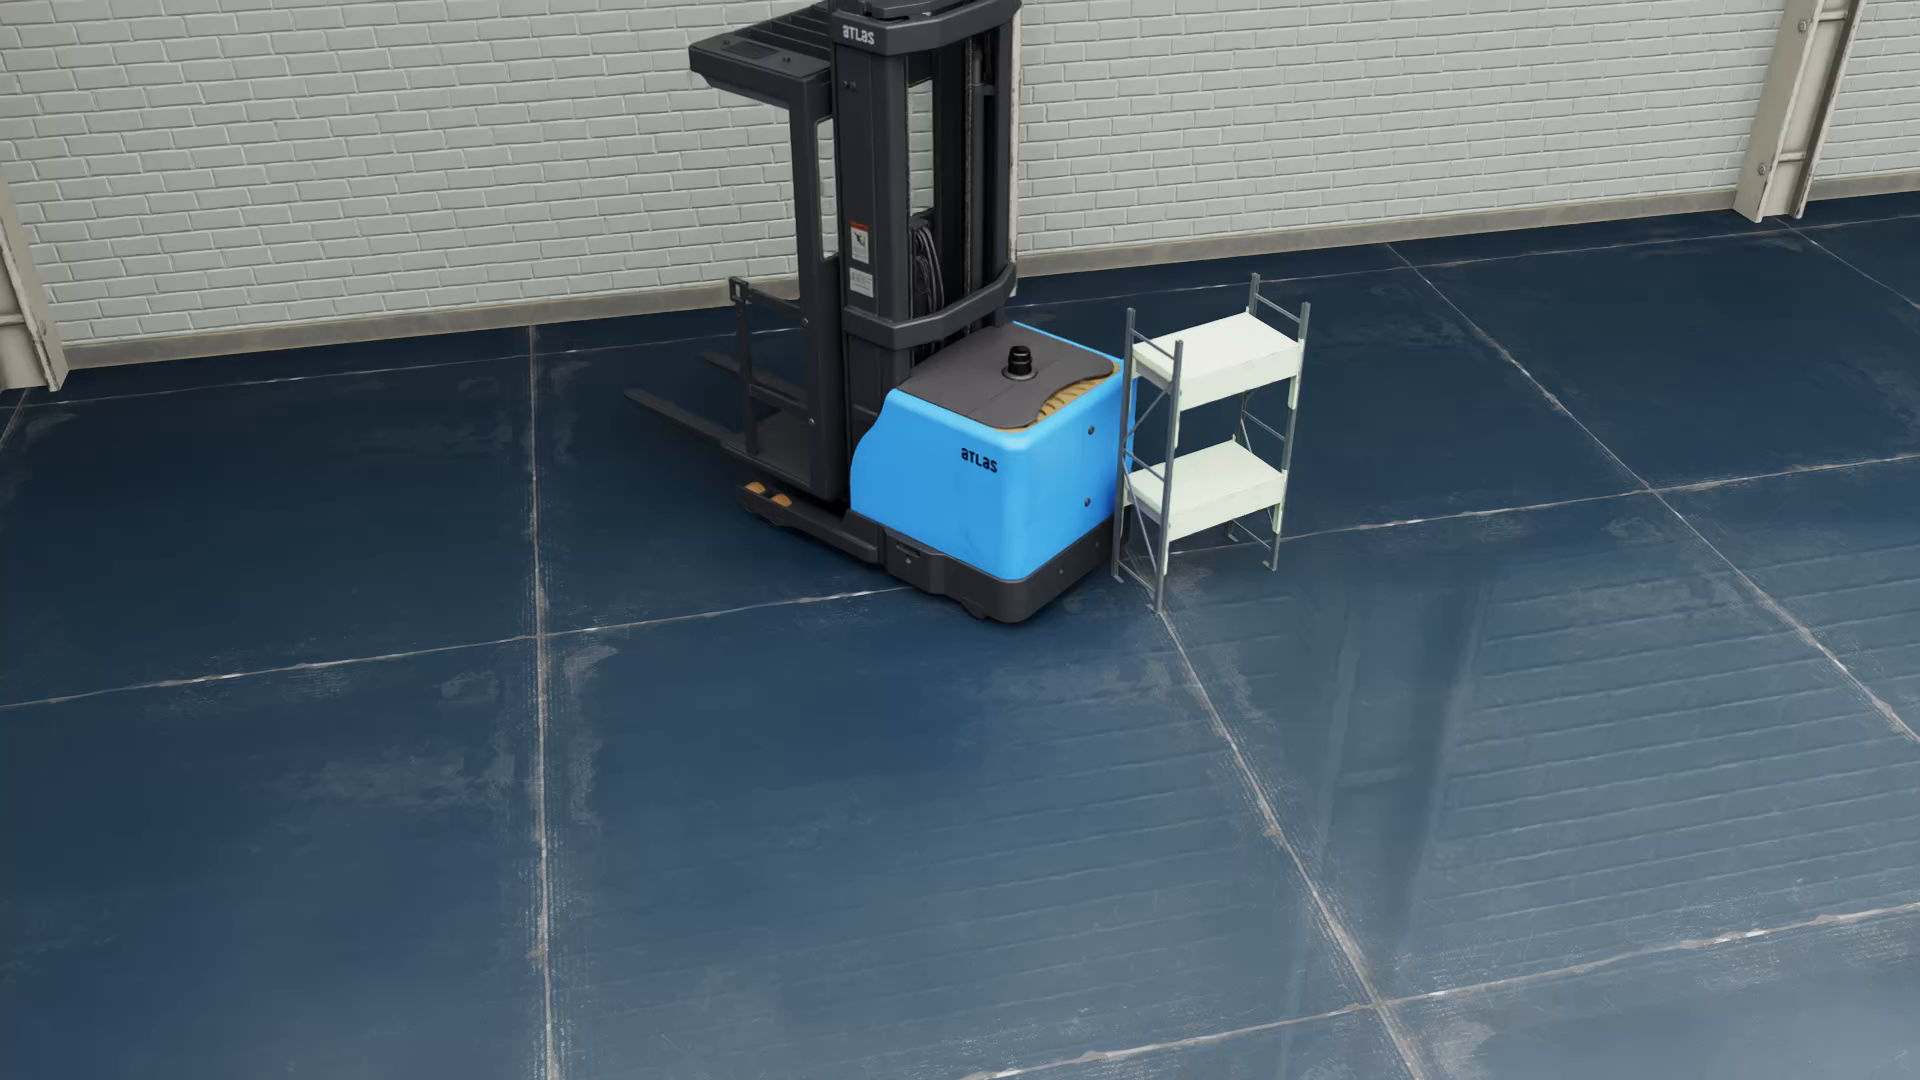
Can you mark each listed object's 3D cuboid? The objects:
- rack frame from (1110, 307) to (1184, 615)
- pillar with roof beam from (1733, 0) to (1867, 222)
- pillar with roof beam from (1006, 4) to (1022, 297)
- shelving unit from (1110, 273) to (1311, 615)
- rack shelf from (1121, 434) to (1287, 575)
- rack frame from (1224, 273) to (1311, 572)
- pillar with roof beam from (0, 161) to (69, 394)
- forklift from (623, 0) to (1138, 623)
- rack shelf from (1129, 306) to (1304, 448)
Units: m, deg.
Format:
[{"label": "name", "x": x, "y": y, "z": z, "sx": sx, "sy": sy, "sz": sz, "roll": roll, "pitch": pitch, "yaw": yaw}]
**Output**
[{"label": "rack frame", "x": 0.880, "y": -0.350, "z": 7.925, "sx": 0.023, "sy": 1.500, "sz": 0.400, "roll": -18, "pitch": 38, "yaw": -25}, {"label": "pillar with roof beam", "x": 6.954, "y": -3.839, "z": 6.395, "sx": 0.400, "sy": 9.000, "sz": 9.100, "roll": -7, "pitch": 35, "yaw": -11}, {"label": "pillar with roof beam", "x": 1.102, "y": -3.102, "z": 5.296, "sx": 0.400, "sy": 9.000, "sz": 9.100, "roll": -7, "pitch": 35, "yaw": -11}, {"label": "shelving unit", "x": 1.194, "y": -0.454, "z": 8.081, "sx": 0.755, "sy": 1.500, "sz": 0.431, "roll": -18, "pitch": 38, "yaw": -25}, {"label": "rack shelf", "x": 1.194, "y": -0.184, "z": 8.263, "sx": 0.720, "sy": 0.370, "sz": 0.431, "roll": -18, "pitch": 38, "yaw": -25}, {"label": "rack frame", "x": 1.508, "y": -0.559, "z": 8.237, "sx": 0.023, "sy": 1.500, "sz": 0.400, "roll": -18, "pitch": 38, "yaw": -25}, {"label": "pillar with roof beam", "x": -4.750, "y": -2.364, "z": 4.197, "sx": 0.400, "sy": 9.000, "sz": 9.100, "roll": -7, "pitch": 35, "yaw": -11}, {"label": "forklift", "x": -0.576, "y": -1.495, "z": 8.348, "sx": 3.031, "sy": 2.935, "sz": 1.130, "roll": 25, "pitch": 41, "yaw": 32}, {"label": "rack shelf", "x": 1.194, "y": -0.778, "z": 7.863, "sx": 0.720, "sy": 0.370, "sz": 0.431, "roll": -18, "pitch": 38, "yaw": -25}]
